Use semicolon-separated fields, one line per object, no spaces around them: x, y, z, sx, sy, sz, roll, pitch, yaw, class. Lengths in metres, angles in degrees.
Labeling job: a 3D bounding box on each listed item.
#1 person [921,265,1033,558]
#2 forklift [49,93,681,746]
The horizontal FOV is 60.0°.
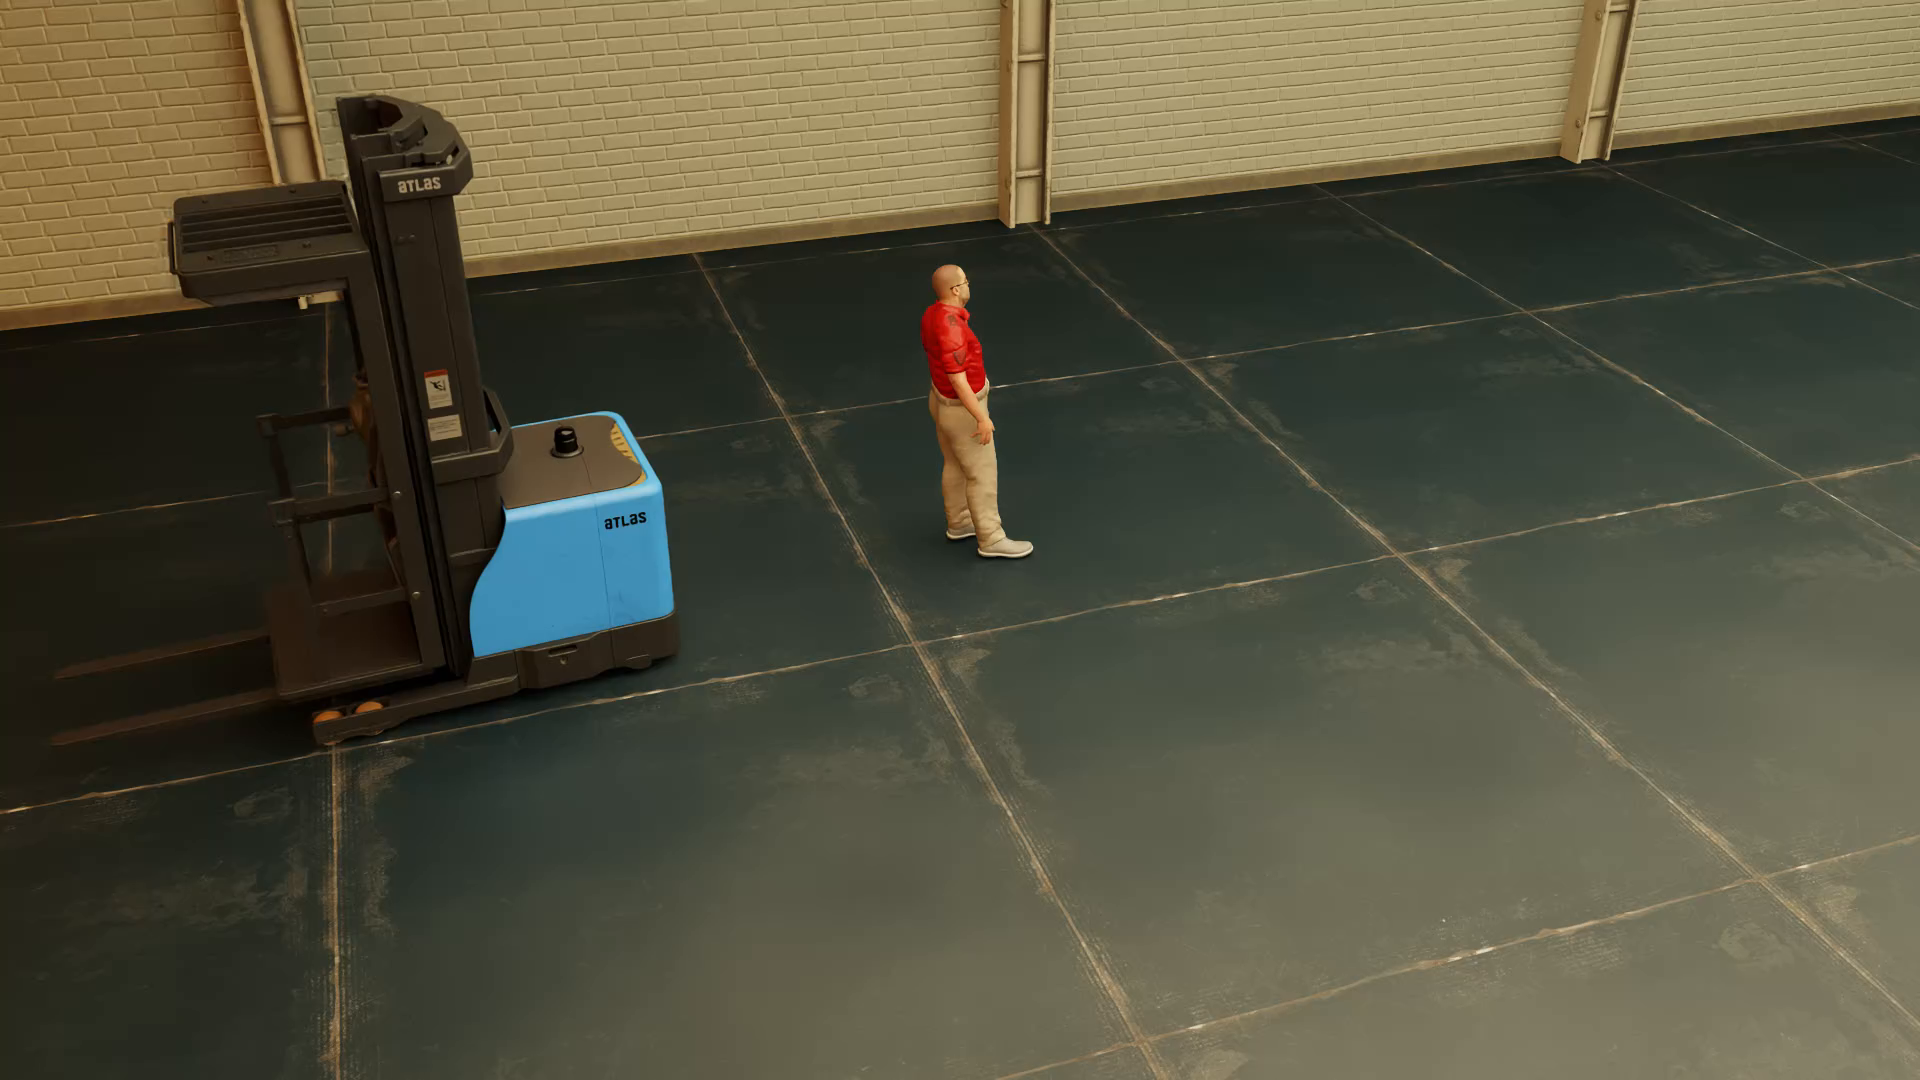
0.089;-0.764;9.606;0.551;1.727;0.640;-10;31;-16;person
-3.061;-0.553;8.048;3.031;2.935;1.130;-12;32;-20;forklift
